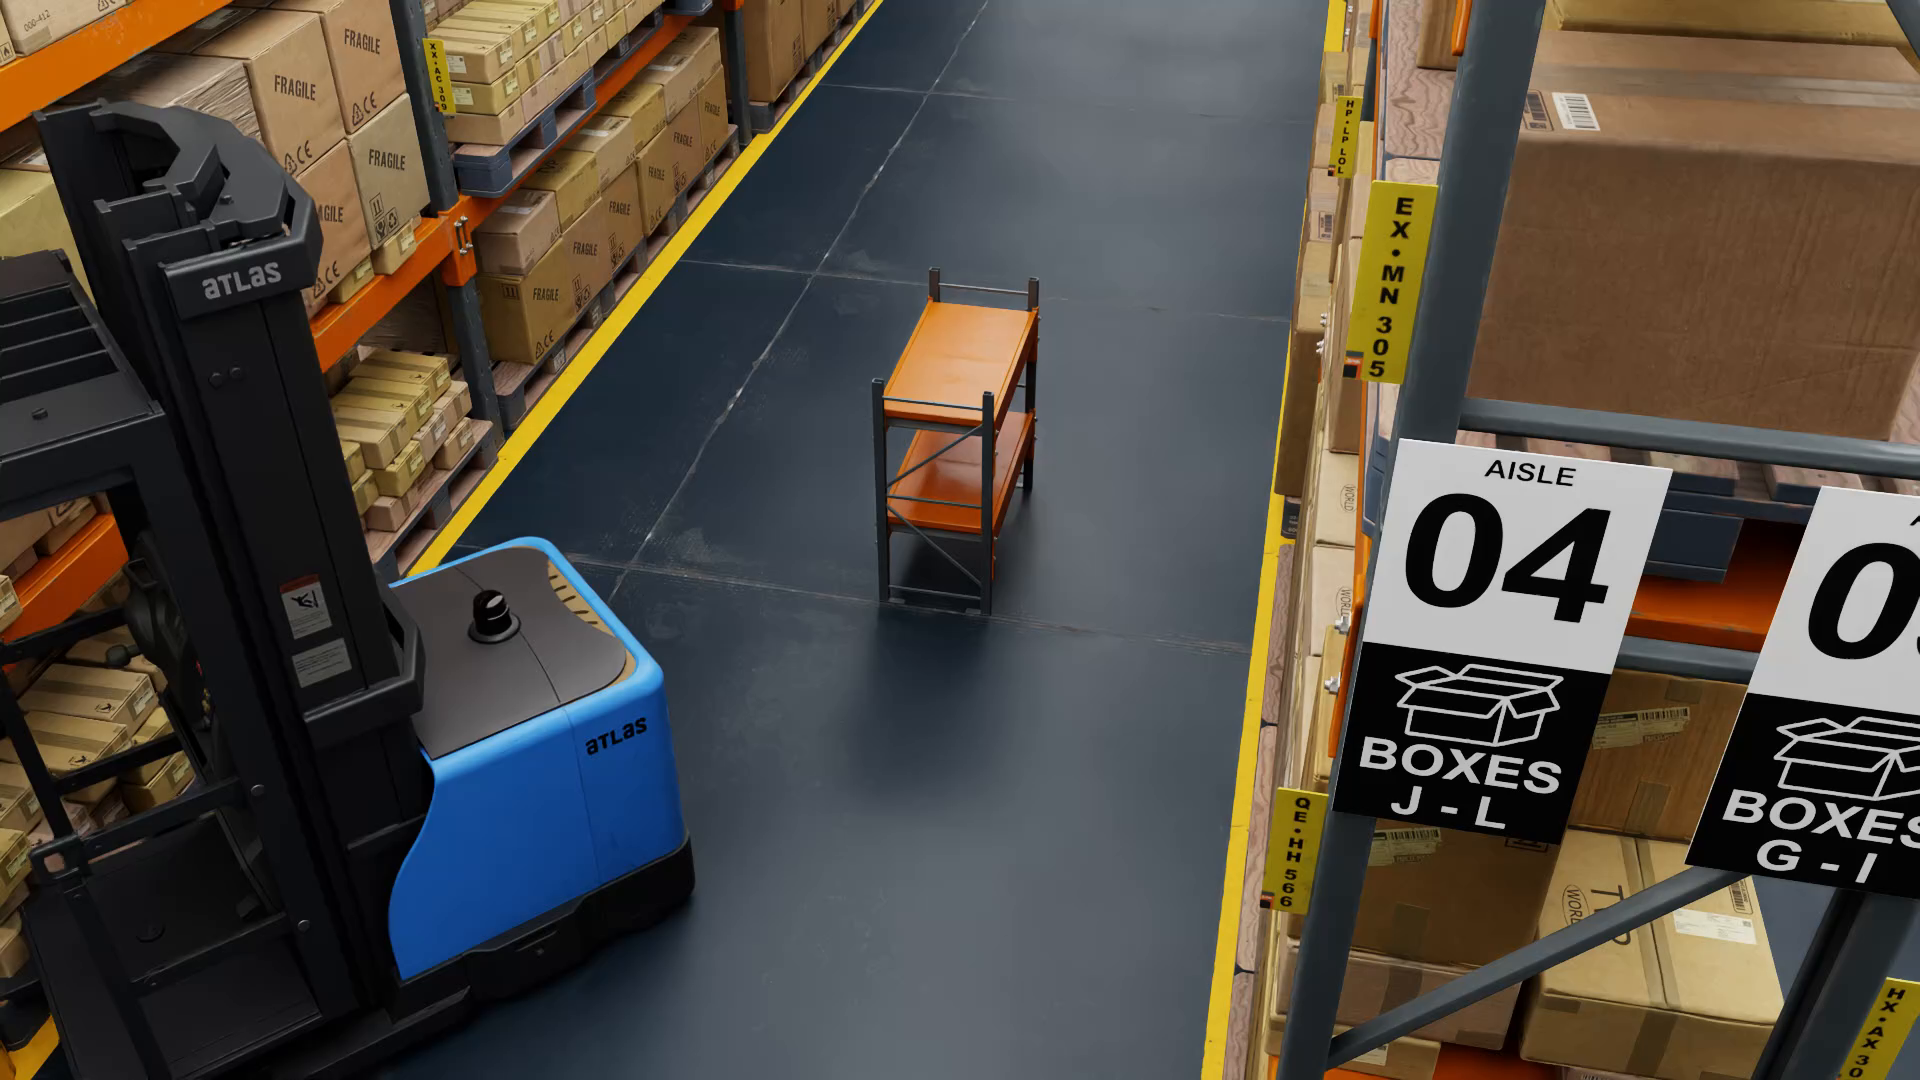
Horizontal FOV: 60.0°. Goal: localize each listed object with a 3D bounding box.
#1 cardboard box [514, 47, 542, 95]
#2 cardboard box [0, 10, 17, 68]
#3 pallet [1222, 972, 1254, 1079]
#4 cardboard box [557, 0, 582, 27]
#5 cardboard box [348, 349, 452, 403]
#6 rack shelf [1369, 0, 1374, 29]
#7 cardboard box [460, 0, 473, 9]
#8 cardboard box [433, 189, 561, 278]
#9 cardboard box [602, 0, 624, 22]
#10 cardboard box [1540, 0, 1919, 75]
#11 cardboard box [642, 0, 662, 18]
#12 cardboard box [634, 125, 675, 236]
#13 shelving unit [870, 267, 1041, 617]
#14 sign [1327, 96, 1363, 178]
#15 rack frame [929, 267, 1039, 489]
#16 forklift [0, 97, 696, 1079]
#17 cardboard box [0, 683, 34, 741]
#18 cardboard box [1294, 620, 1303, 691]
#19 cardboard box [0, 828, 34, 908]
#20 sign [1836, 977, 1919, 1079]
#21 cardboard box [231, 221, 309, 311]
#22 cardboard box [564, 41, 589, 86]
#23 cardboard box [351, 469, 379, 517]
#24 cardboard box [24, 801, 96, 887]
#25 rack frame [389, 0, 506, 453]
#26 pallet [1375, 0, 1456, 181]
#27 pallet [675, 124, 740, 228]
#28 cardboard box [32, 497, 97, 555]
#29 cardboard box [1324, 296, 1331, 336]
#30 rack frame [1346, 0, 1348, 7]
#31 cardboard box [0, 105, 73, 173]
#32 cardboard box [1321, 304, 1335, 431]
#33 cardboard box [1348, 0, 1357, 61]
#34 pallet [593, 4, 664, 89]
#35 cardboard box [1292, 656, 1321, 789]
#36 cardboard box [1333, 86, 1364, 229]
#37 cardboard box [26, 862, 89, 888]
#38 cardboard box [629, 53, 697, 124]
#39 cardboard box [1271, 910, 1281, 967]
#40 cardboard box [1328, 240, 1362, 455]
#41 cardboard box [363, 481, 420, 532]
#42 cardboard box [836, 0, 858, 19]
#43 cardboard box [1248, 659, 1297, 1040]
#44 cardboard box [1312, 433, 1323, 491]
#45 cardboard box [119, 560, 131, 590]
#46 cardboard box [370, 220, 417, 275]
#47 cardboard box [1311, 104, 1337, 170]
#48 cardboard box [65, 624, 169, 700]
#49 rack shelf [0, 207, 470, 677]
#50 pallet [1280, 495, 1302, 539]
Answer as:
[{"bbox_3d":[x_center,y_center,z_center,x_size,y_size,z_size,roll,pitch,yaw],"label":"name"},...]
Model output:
[{"bbox_3d":[-2.216,-2.239,7.886,0.380,0.149,0.250,7,36,9],"label":"cardboard box"},{"bbox_3d":[-3.097,-1.418,4.722,0.500,0.250,0.500,6,36,8],"label":"cardboard box"},{"bbox_3d":[1.261,1.900,4.948,1.003,0.211,1.213,7,37,10],"label":"pallet"},{"bbox_3d":[-2.103,-2.661,8.215,0.380,0.149,0.250,7,36,9],"label":"cardboard box"},{"bbox_3d":[-2.624,-0.753,7.798,0.380,0.149,0.250,8,37,11],"label":"cardboard box"},{"bbox_3d":[2.448,-3.124,7.561,1.077,0.370,4.000,7,37,10],"label":"rack shelf"},{"bbox_3d":[-2.689,-2.774,8.625,0.380,0.149,0.250,6,36,8],"label":"cardboard box"},{"bbox_3d":[-2.387,-1.585,8.515,0.500,0.250,0.500,6,36,8],"label":"cardboard box"},{"bbox_3d":[-1.994,-2.843,8.720,0.380,0.149,0.250,7,36,9],"label":"cardboard box"},{"bbox_3d":[1.464,-0.838,3.266,0.700,0.500,0.500,6,36,8],"label":"cardboard box"},{"bbox_3d":[-1.884,-3.020,9.217,0.380,0.149,0.250,8,37,11],"label":"cardboard box"},{"bbox_3d":[-2.045,-2.172,9.963,0.500,0.500,0.500,6,36,8],"label":"cardboard box"},{"bbox_3d":[-0.001,-0.452,7.415,0.538,1.125,1.048,7,37,10],"label":"shelving unit"},{"bbox_3d":[1.489,-1.553,6.417,0.100,0.325,0.005,7,37,10],"label":"sign"},{"bbox_3d":[0.107,-0.743,7.817,0.500,1.125,0.032,7,37,10],"label":"rack frame"},{"bbox_3d":[-2.439,0.378,4.731,3.031,2.935,1.130,-23,42,-28],"label":"forklift"},{"bbox_3d":[-3.556,0.646,6.121,0.380,0.149,0.250,7,37,9],"label":"cardboard box"},{"bbox_3d":[1.193,0.361,4.910,0.380,0.149,0.250,7,37,10],"label":"cardboard box"},{"bbox_3d":[-3.213,1.045,5.316,0.380,0.149,0.250,6,36,8],"label":"cardboard box"},{"bbox_3d":[1.708,0.930,3.106,0.100,0.325,0.005,7,37,10],"label":"sign"},{"bbox_3d":[-2.850,-0.999,6.234,0.500,0.500,0.500,7,37,10],"label":"cardboard box"},{"bbox_3d":[-2.104,-2.416,8.384,0.380,0.149,0.250,8,37,10],"label":"cardboard box"},{"bbox_3d":[-2.794,-0.205,7.295,0.380,0.149,0.250,8,37,10],"label":"cardboard box"},{"bbox_3d":[-3.181,1.006,5.625,0.380,0.149,0.250,7,37,10],"label":"cardboard box"},{"bbox_3d":[-2.803,-1.733,7.586,1.000,3.000,0.127,7,37,10],"label":"rack frame"},{"bbox_3d":[1.574,-1.067,4.186,1.003,0.211,1.213,7,37,10],"label":"pallet"},{"bbox_3d":[-2.117,-2.450,10.950,1.003,0.211,1.213,7,37,10],"label":"pallet"},{"bbox_3d":[-3.141,-0.100,5.546,0.380,0.149,0.250,7,37,10],"label":"cardboard box"},{"bbox_3d":[1.633,-0.824,6.545,0.380,0.149,0.250,7,37,10],"label":"cardboard box"},{"bbox_3d":[3.730,-5.640,12.976,1.000,3.000,0.127,7,37,10],"label":"rack frame"},{"bbox_3d":[-2.962,-1.108,5.532,0.500,0.500,0.500,6,36,8],"label":"cardboard box"},{"bbox_3d":[1.554,-0.592,5.886,0.500,0.250,0.500,7,37,10],"label":"cardboard box"},{"bbox_3d":[2.398,-2.847,9.037,0.500,0.500,0.500,6,36,9],"label":"cardboard box"},{"bbox_3d":[-2.331,-2.809,9.233,1.003,0.211,1.213,7,37,10],"label":"pallet"},{"bbox_3d":[1.120,0.578,4.271,0.500,0.250,0.500,7,36,9],"label":"cardboard box"},{"bbox_3d":[1.967,-1.679,7.426,0.500,0.500,0.500,8,37,11],"label":"cardboard box"},{"bbox_3d":[-3.257,1.124,5.715,0.380,0.149,0.250,7,37,10],"label":"cardboard box"},{"bbox_3d":[-1.935,-2.772,10.152,0.500,0.250,0.500,8,37,11],"label":"cardboard box"},{"bbox_3d":[0.975,0.947,4.102,0.380,0.149,0.250,8,37,10],"label":"cardboard box"},{"bbox_3d":[1.450,-0.594,5.249,0.500,0.500,0.500,6,36,8],"label":"cardboard box"},{"bbox_3d":[-2.684,-0.184,7.519,0.380,0.149,0.250,6,36,8],"label":"cardboard box"},{"bbox_3d":[-1.348,-4.659,13.182,1.050,0.750,0.750,7,37,10],"label":"cardboard box"},{"bbox_3d":[1.420,1.031,5.224,0.875,0.875,0.875,7,37,10],"label":"cardboard box"},{"bbox_3d":[1.412,-0.225,5.718,0.380,0.149,0.250,7,36,9],"label":"cardboard box"},{"bbox_3d":[-3.437,0.074,6.656,0.380,0.149,0.250,7,37,10],"label":"cardboard box"},{"bbox_3d":[-2.584,-1.277,7.170,0.380,0.149,0.250,6,36,9],"label":"cardboard box"},{"bbox_3d":[2.510,-1.754,9.066,1.225,0.875,0.875,7,37,10],"label":"cardboard box"},{"bbox_3d":[-3.052,0.434,6.160,0.380,0.149,0.250,9,37,12],"label":"cardboard box"},{"bbox_3d":[-3.230,-0.296,6.215,1.077,0.370,4.000,7,37,10],"label":"rack shelf"},{"bbox_3d":[2.112,-0.376,8.090,1.003,0.211,1.213,7,37,10],"label":"pallet"}]
